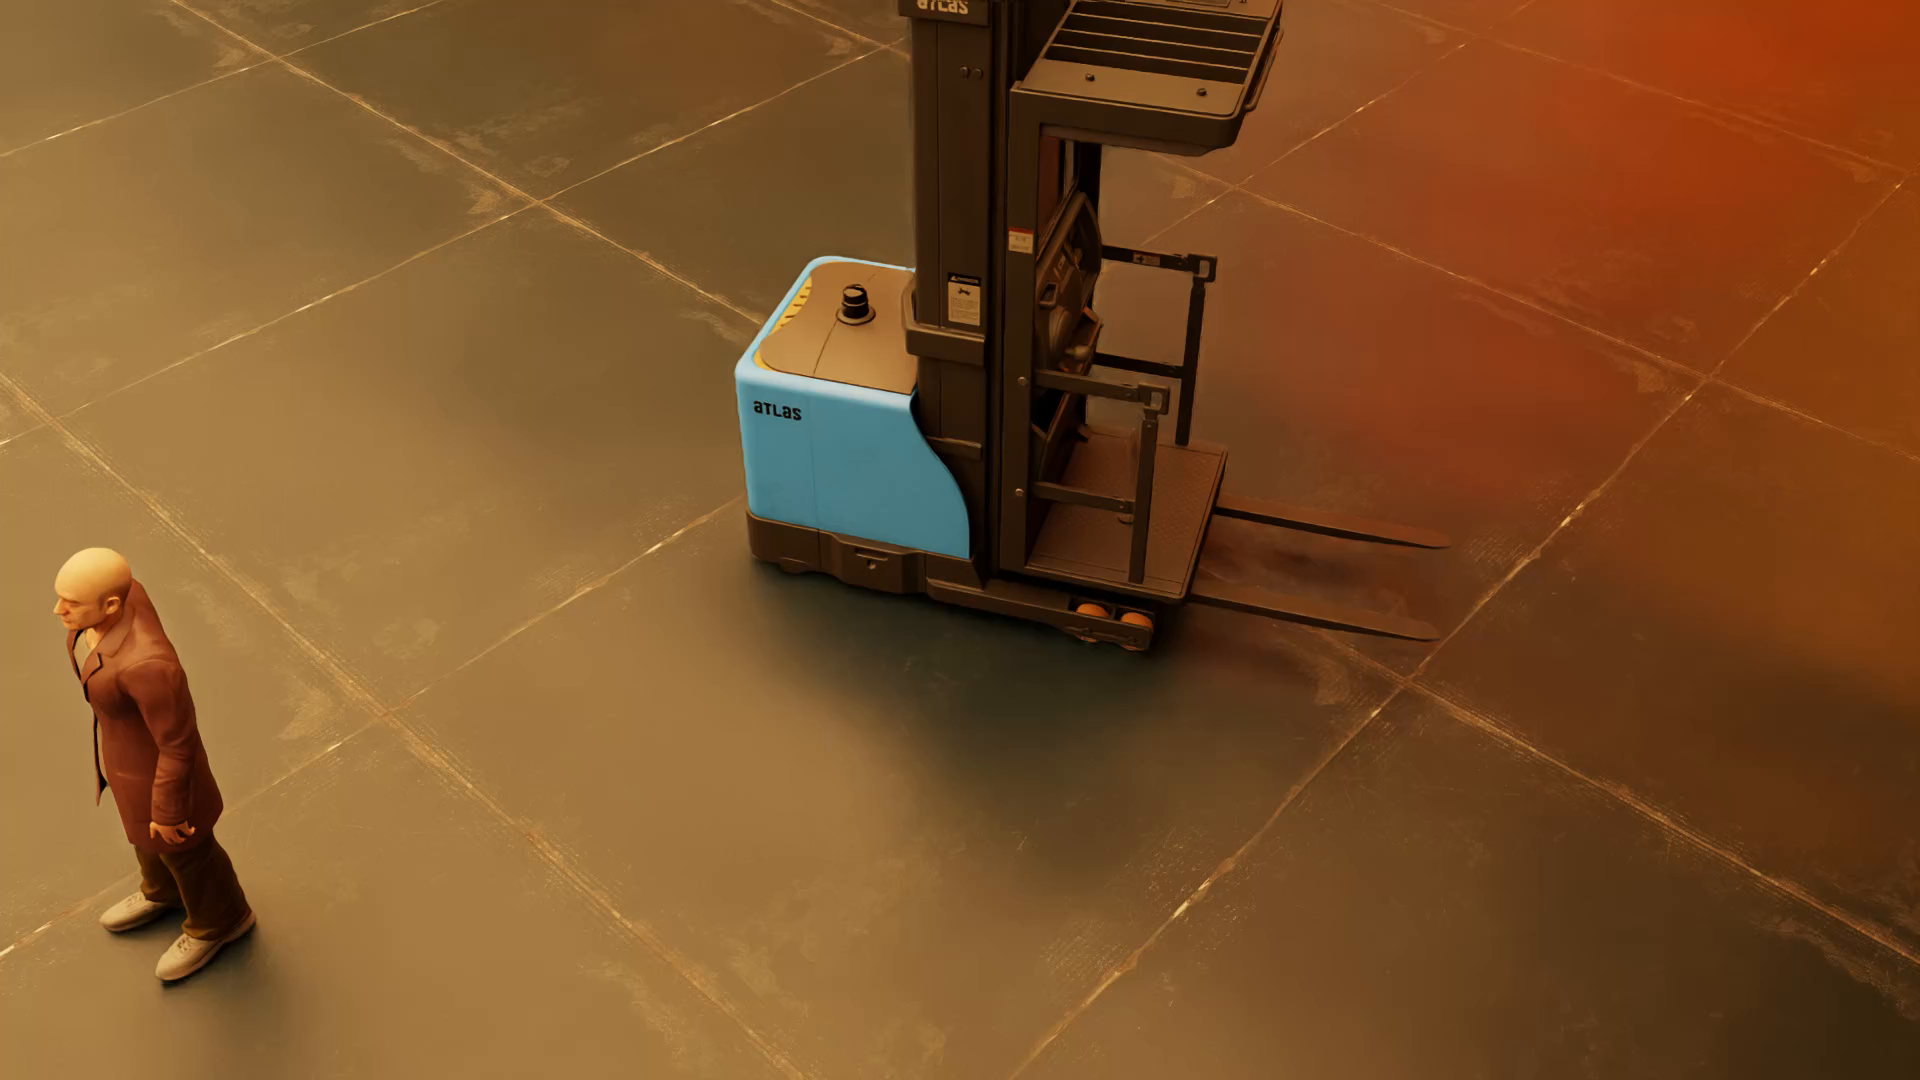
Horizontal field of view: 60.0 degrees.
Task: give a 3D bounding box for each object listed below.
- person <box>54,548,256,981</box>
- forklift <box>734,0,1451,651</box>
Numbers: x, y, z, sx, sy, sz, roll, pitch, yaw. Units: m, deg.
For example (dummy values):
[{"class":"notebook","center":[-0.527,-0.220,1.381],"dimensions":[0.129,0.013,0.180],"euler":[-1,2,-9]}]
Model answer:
[{"class":"person","center":[-2.726,0.835,5.490],"dimensions":[0.563,1.581,0.682],"euler":[-27,47,-28]},{"class":"forklift","center":[0.622,-1.025,6.623],"dimensions":[3.031,2.935,1.130],"euler":[11,42,13]}]
